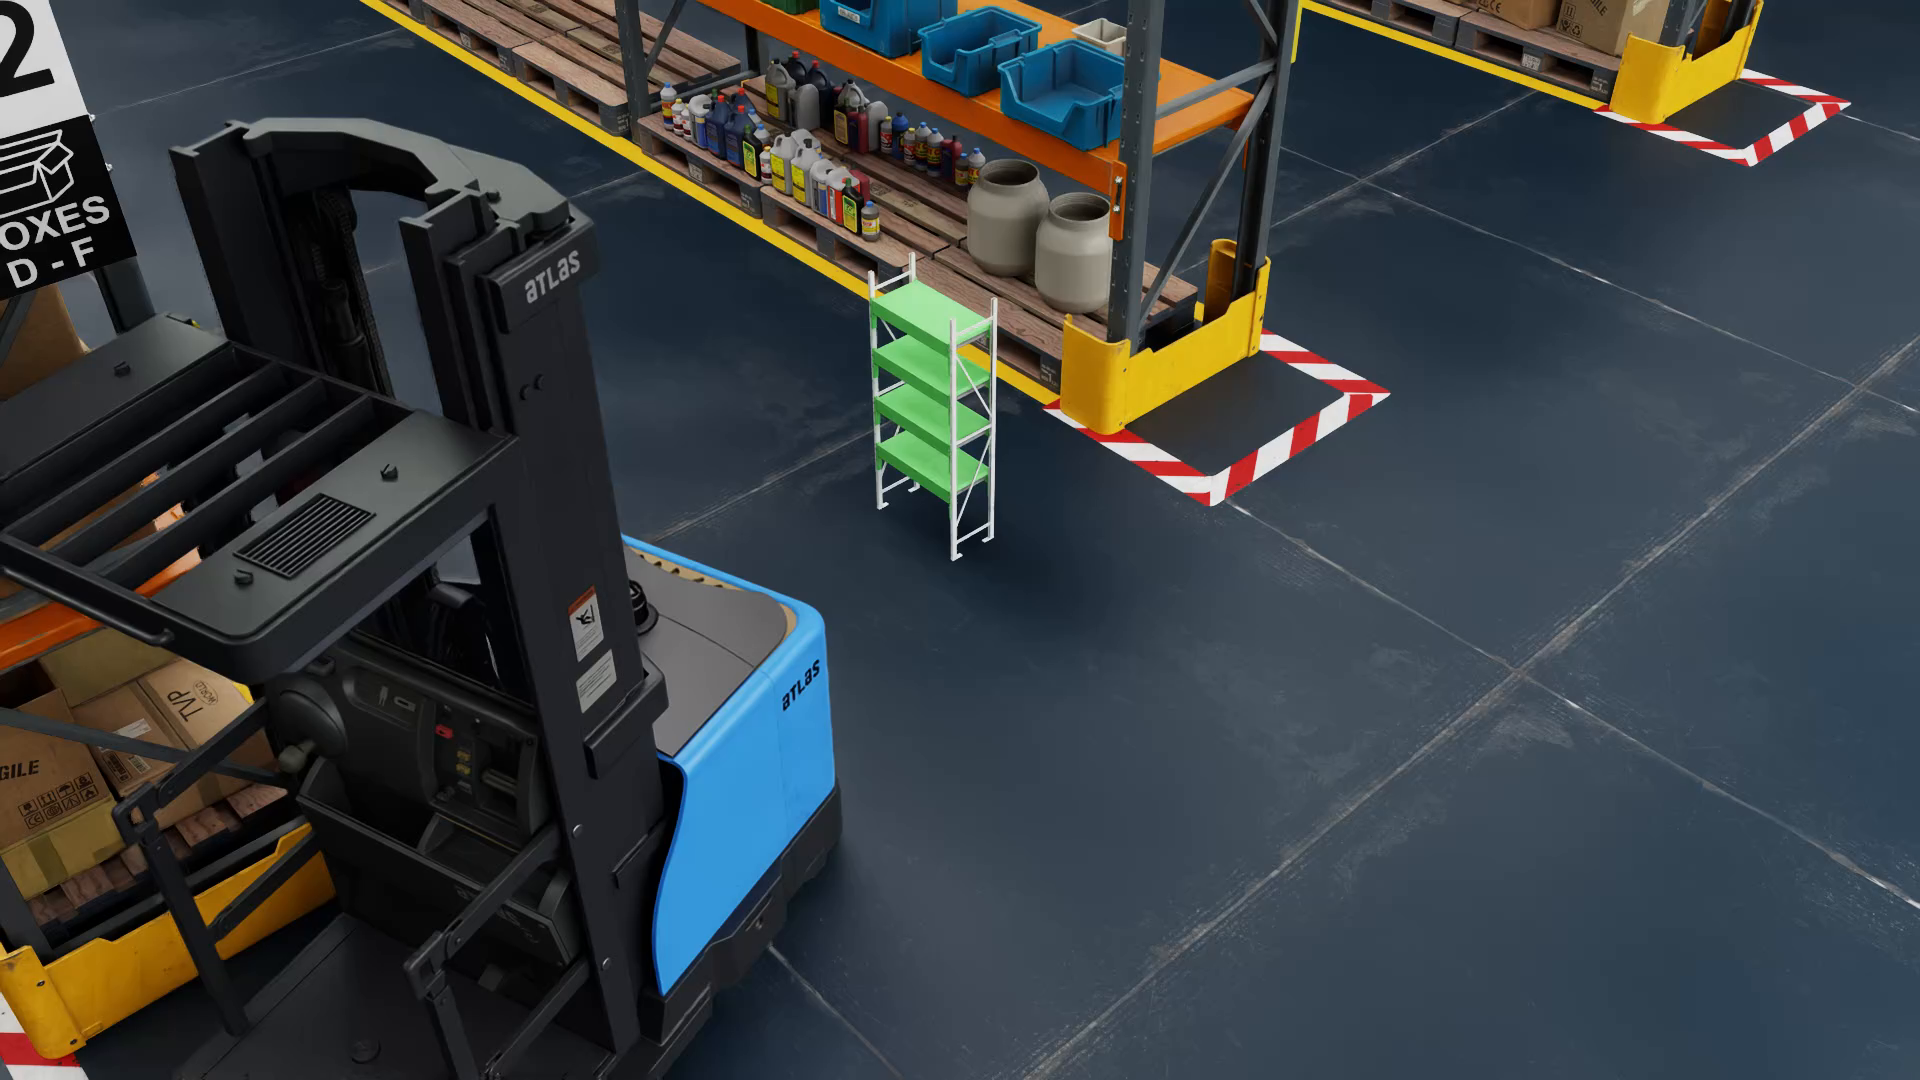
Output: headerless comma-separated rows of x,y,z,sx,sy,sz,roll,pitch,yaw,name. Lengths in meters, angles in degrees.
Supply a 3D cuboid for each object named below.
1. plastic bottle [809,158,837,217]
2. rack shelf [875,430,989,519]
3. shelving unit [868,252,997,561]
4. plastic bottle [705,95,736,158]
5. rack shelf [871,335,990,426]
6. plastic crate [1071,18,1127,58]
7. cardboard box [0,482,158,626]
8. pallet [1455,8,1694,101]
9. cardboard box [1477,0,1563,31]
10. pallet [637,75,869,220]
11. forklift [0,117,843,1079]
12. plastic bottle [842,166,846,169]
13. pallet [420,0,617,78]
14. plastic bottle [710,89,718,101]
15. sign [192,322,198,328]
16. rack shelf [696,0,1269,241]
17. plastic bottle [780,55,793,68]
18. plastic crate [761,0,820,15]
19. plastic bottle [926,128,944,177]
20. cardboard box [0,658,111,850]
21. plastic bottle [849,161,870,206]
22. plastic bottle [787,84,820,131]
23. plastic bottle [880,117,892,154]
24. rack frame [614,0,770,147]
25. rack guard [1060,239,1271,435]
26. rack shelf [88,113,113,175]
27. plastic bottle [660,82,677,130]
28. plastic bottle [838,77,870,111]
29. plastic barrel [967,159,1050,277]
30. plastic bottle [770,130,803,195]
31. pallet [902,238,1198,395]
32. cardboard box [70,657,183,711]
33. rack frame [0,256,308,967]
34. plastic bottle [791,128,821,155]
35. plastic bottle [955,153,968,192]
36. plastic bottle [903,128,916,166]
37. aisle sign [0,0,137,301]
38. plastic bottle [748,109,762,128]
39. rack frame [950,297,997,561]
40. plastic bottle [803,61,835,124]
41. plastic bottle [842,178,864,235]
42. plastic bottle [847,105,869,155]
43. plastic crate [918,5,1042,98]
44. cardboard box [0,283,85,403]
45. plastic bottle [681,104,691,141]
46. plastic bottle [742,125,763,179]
-0.721,-1.926,9.066,0.152,0.276,0.135,-31,48,-33,plastic bottle
-0.112,-0.307,7.159,0.258,0.148,0.480,-30,48,-32,rack shelf
-0.112,-0.543,6.968,0.258,1.200,0.503,-30,48,-32,shelving unit
-1.377,-2.401,9.593,0.144,0.351,0.185,-29,47,-31,plastic bottle
-0.112,-0.680,6.857,0.258,0.148,0.480,-30,48,-32,rack shelf
0.720,-2.407,8.053,0.298,0.136,0.250,-30,48,-32,plastic crate
-2.869,-0.116,4.927,0.700,0.500,0.500,-30,48,-32,cardboard box
4.161,-3.405,11.298,1.003,0.211,1.213,-30,48,-32,pallet
3.897,-3.813,11.239,0.500,0.500,0.500,-18,42,-21,cardboard box
-1.194,-2.397,10.049,1.003,0.211,1.213,-30,48,-32,pallet
-1.566,0.581,4.198,1.130,2.935,3.031,19,43,22,forklift
-0.642,-1.959,9.165,0.097,0.201,0.097,0,39,0,plastic bottle
-3.006,-3.637,11.585,1.003,0.211,1.213,-30,48,-32,pallet
-1.408,-2.498,9.768,0.061,0.283,0.133,-30,48,-32,plastic bottle
-2.150,-0.456,4.675,0.100,0.325,0.005,-30,48,-32,sign
-0.265,-2.604,8.660,1.077,0.370,4.000,-30,48,-32,rack shelf
-1.049,-2.842,10.193,0.061,0.283,0.133,-28,46,-30,plastic bottle
-0.907,-2.979,8.720,0.450,0.188,0.662,-30,48,-32,plastic crate
-0.140,-2.199,9.406,0.097,0.271,0.097,0,39,0,plastic bottle
-3.145,0.637,5.331,0.500,0.500,0.500,-30,48,-32,cardboard box
-0.549,-1.911,9.040,0.061,0.283,0.133,-30,48,-32,plastic bottle
-0.932,-2.583,9.878,0.152,0.276,0.135,-30,48,-32,plastic bottle
-0.414,-2.359,9.660,0.097,0.201,0.097,0,39,0,plastic bottle
-1.617,-3.810,9.580,1.000,3.000,0.127,-30,48,-32,rack frame
1.002,-1.001,8.092,1.175,0.500,0.348,-30,48,-32,rack guard
-3.916,-1.668,5.113,1.077,0.370,4.000,-30,48,-32,rack shelf
-1.725,-2.586,9.886,0.097,0.271,0.097,0,39,0,plastic bottle
-0.621,-2.537,9.762,0.144,0.351,0.185,-30,48,-32,plastic bottle
0.248,-1.658,8.562,0.421,0.512,0.421,0,39,0,plastic barrel
-0.962,-2.117,9.241,0.144,0.351,0.185,-30,48,-32,plastic bottle
0.456,-1.267,8.651,1.003,0.211,1.213,-30,48,-32,pallet
-3.103,0.478,6.125,0.500,0.250,0.500,-30,48,-32,cardboard box
-2.563,0.144,4.684,1.000,3.000,0.127,-30,48,-32,rack frame
-0.870,-2.162,9.357,0.152,0.276,0.135,-30,48,-32,plastic bottle
0.021,-2.061,9.291,0.097,0.201,0.097,0,39,0,plastic bottle
-0.275,-2.264,9.542,0.097,0.201,0.097,0,39,0,plastic bottle
-2.293,-0.967,3.991,0.394,0.787,0.004,-30,48,-32,aisle sign
-1.190,-2.354,9.599,0.097,0.271,0.097,0,39,0,plastic bottle
0.053,-0.430,6.828,0.240,1.200,0.015,-30,48,-32,rack frame
-0.840,-2.686,9.947,0.185,0.351,0.144,32,49,33,plastic bottle
-0.570,-1.783,8.882,0.061,0.283,0.133,-29,47,-31,plastic bottle
-0.592,-2.388,9.631,0.061,0.283,0.133,-30,48,-32,plastic bottle
0.094,-2.308,7.839,0.499,0.251,0.408,-30,48,-32,plastic crate
-2.905,-0.645,4.549,0.700,0.500,0.500,-30,48,-32,cardboard box
-1.587,-2.465,9.791,0.097,0.201,0.097,0,39,0,plastic bottle
-1.168,-2.193,9.390,0.061,0.283,0.133,-28,47,-30,plastic bottle
